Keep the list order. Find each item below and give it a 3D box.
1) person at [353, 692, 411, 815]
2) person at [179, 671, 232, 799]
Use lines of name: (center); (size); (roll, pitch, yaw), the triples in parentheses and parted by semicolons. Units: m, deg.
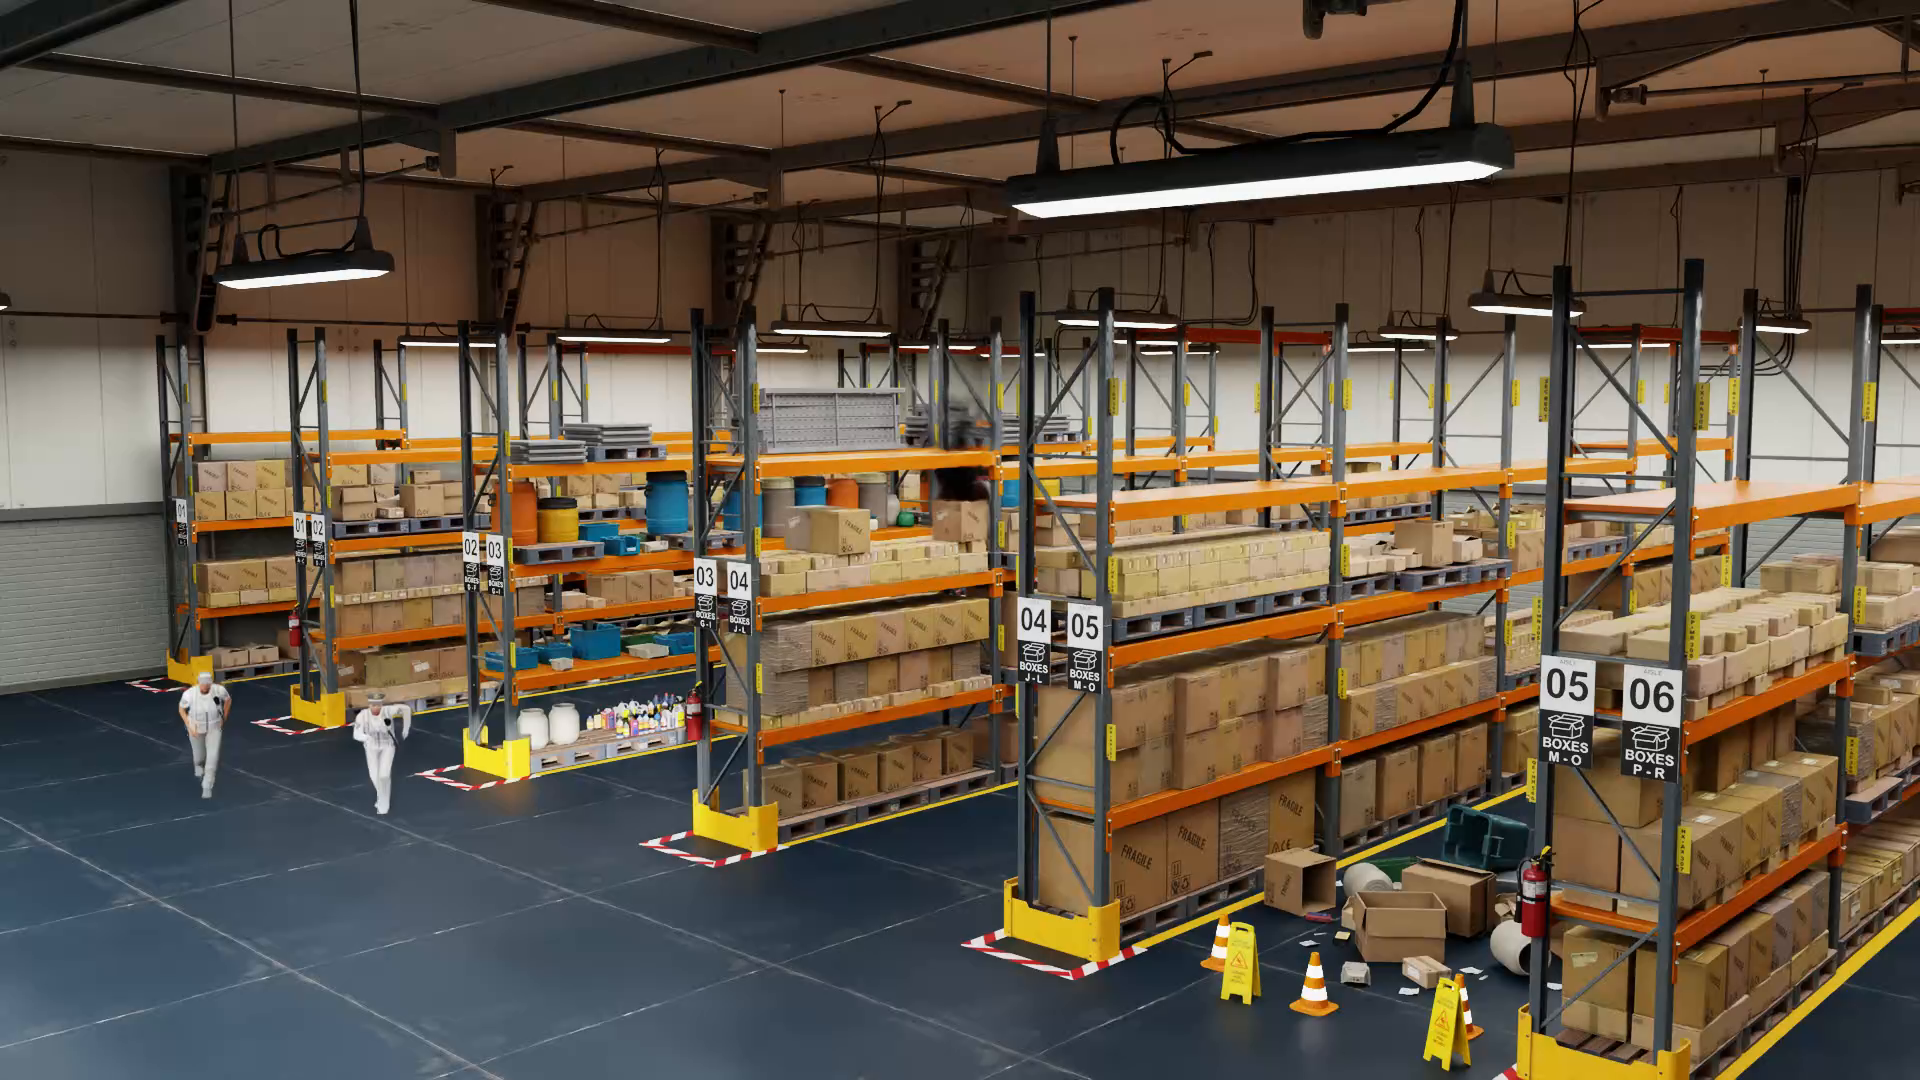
person: (-6.911, 2.536, 19.931); (0.640, 1.526, 0.918); (-1, 6, -13)
person: (-9.562, 2.421, 21.083); (0.616, 1.625, 0.970); (-3, 6, -33)
